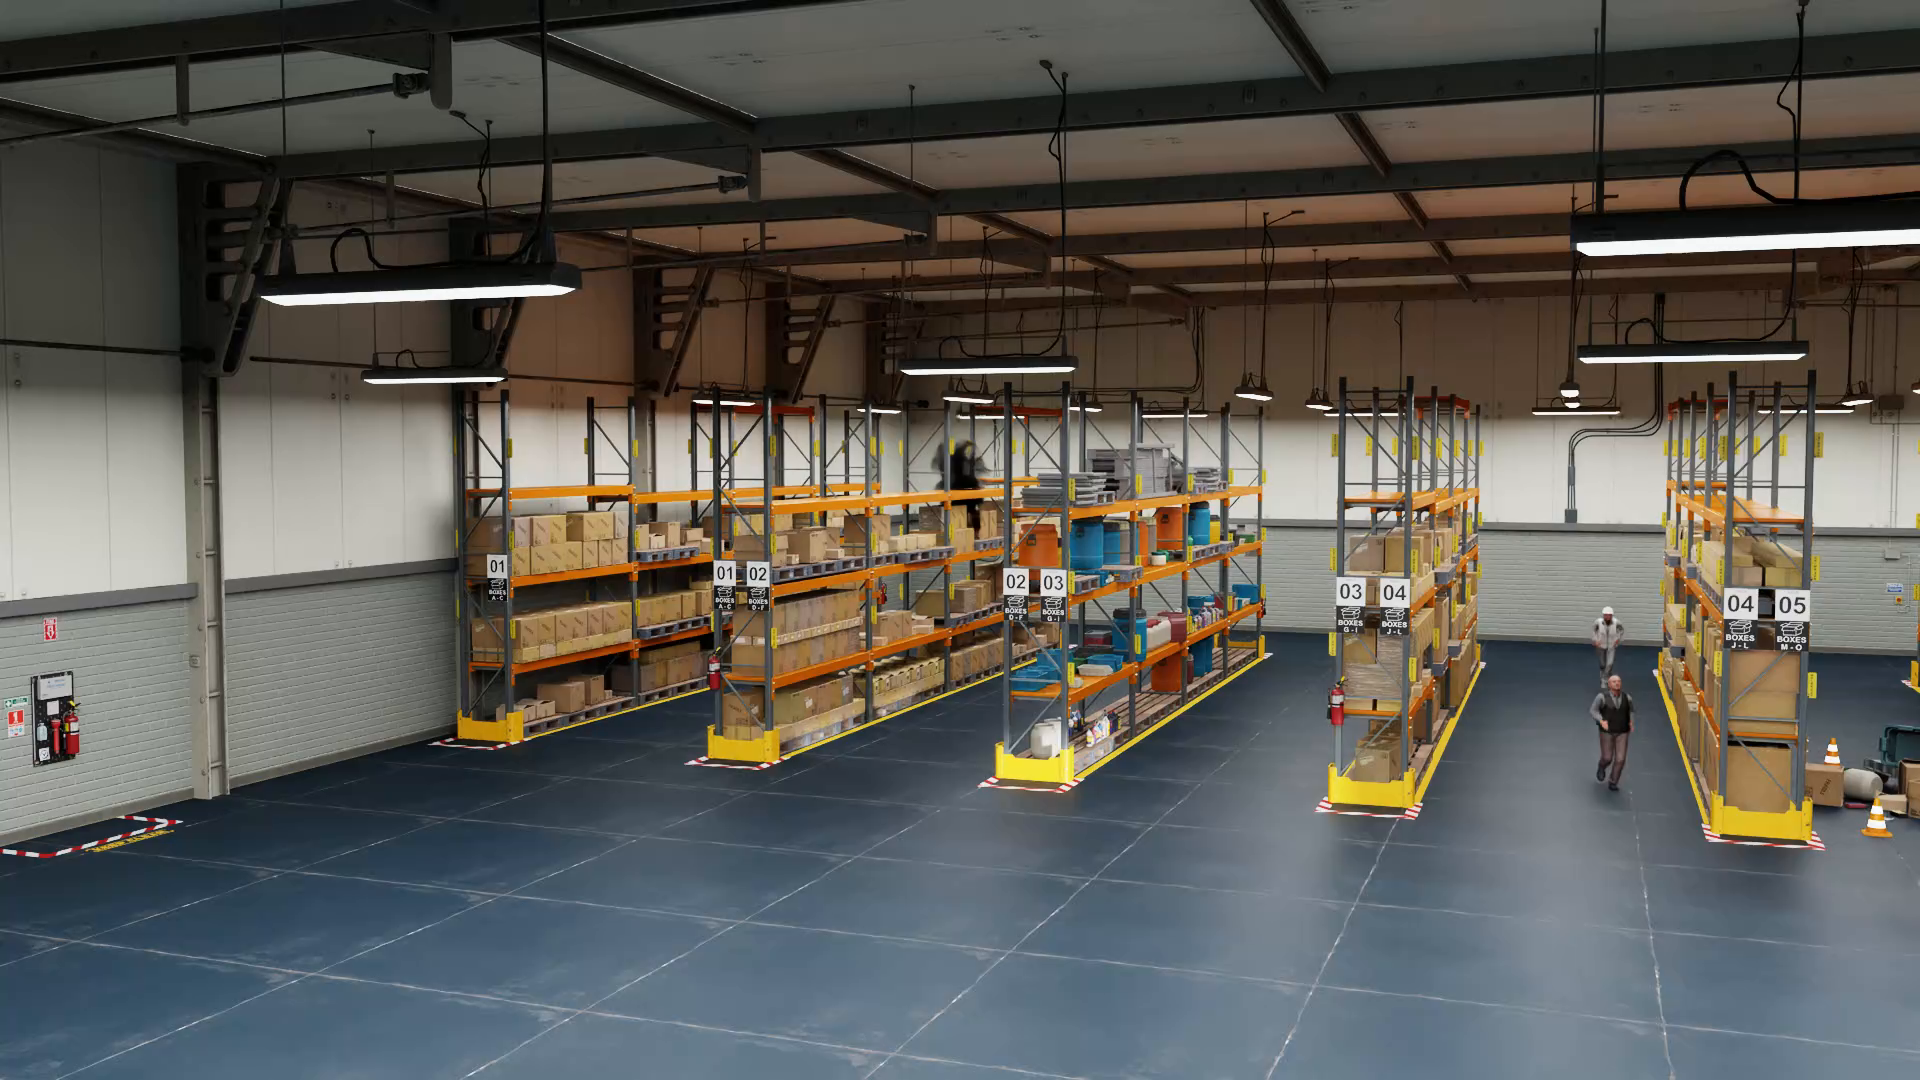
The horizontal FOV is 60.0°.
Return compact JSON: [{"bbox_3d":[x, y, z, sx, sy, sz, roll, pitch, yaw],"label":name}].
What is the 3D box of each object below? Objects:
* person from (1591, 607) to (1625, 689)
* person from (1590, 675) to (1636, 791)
[{"bbox_3d":[13.613,2.247,34.991,0.661,1.733,0.923,1,3,15],"label":"person"},{"bbox_3d":[9.587,2.819,24.390,0.653,1.674,0.584,0,3,6],"label":"person"}]
